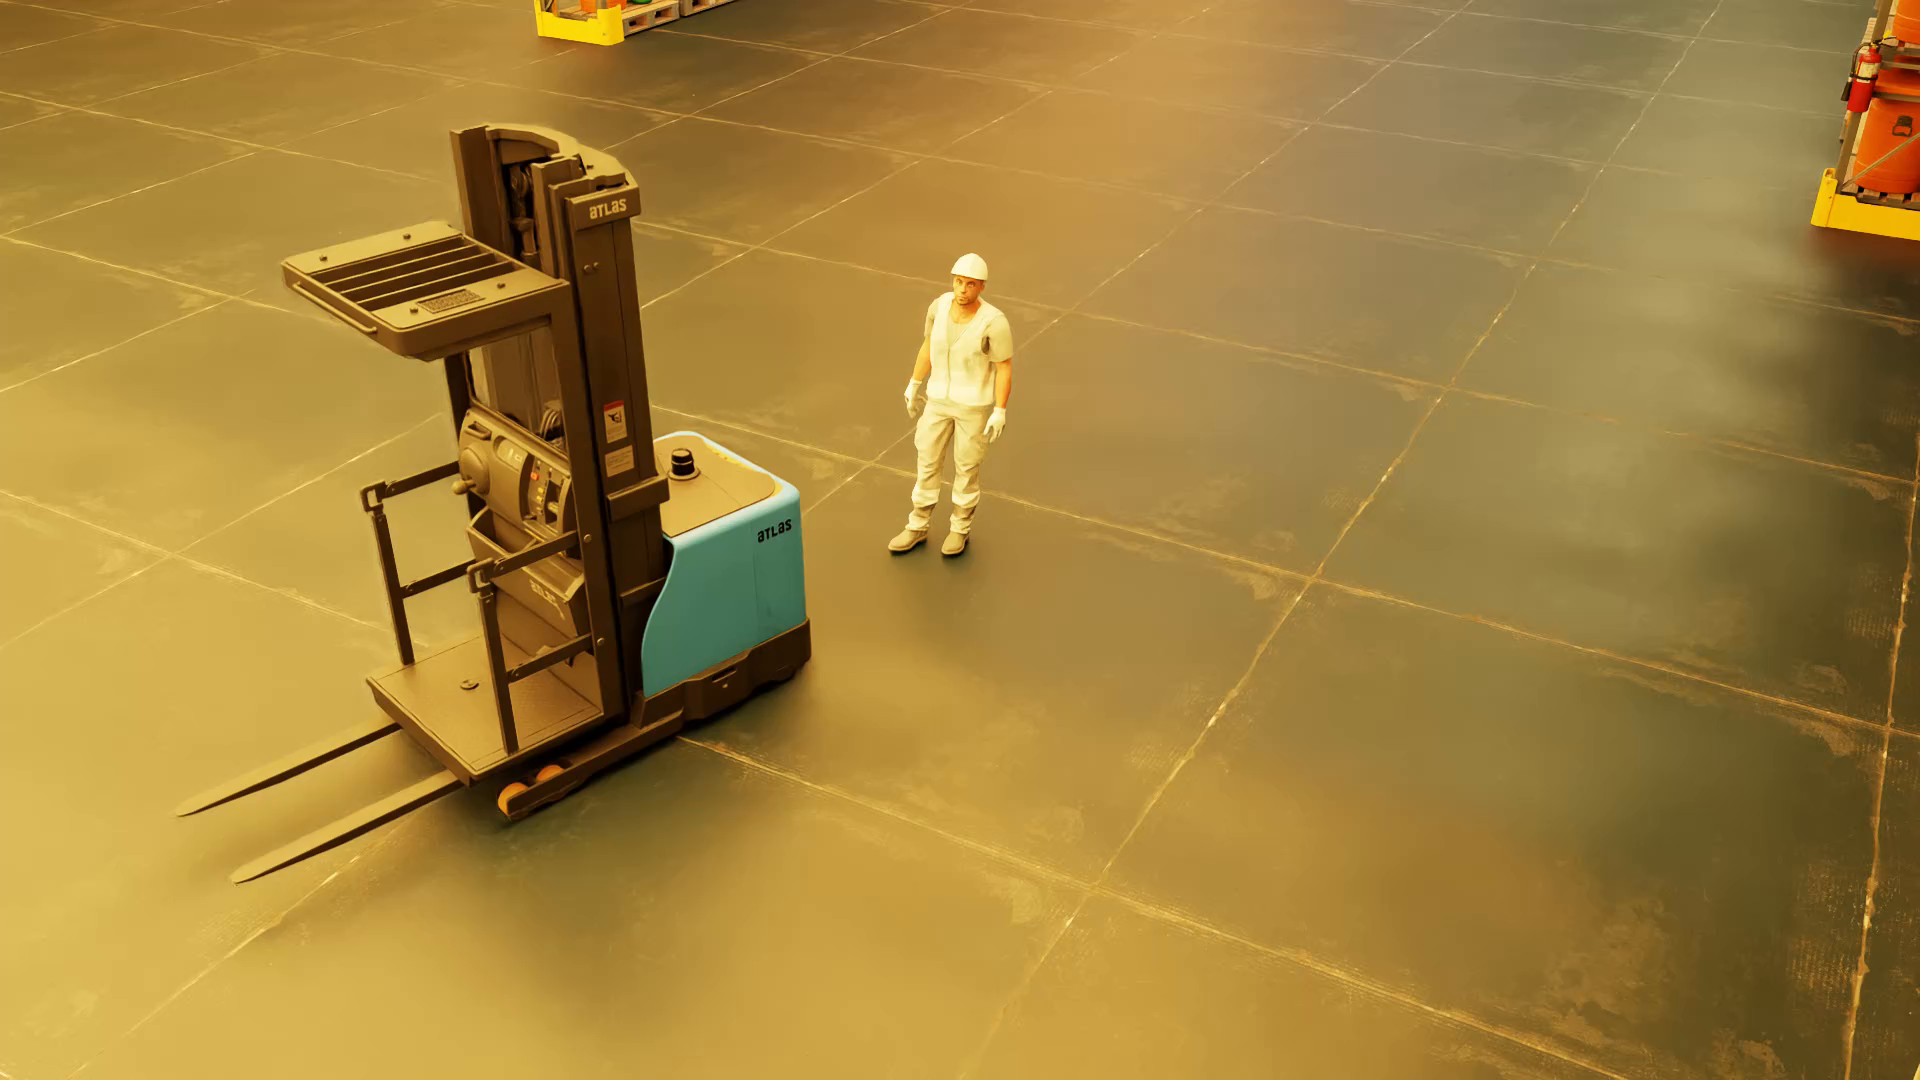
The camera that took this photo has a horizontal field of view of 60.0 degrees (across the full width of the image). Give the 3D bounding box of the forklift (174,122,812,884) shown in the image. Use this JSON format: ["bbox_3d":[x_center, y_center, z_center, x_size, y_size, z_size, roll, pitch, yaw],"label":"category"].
[{"bbox_3d":[-2.201,-0.264,7.527,3.031,2.935,1.130,-25,39,-37],"label":"forklift"}]

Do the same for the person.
[{"bbox_3d":[-0.050,-0.749,9.496,0.637,1.790,0.562,15,33,25],"label":"person"}]
